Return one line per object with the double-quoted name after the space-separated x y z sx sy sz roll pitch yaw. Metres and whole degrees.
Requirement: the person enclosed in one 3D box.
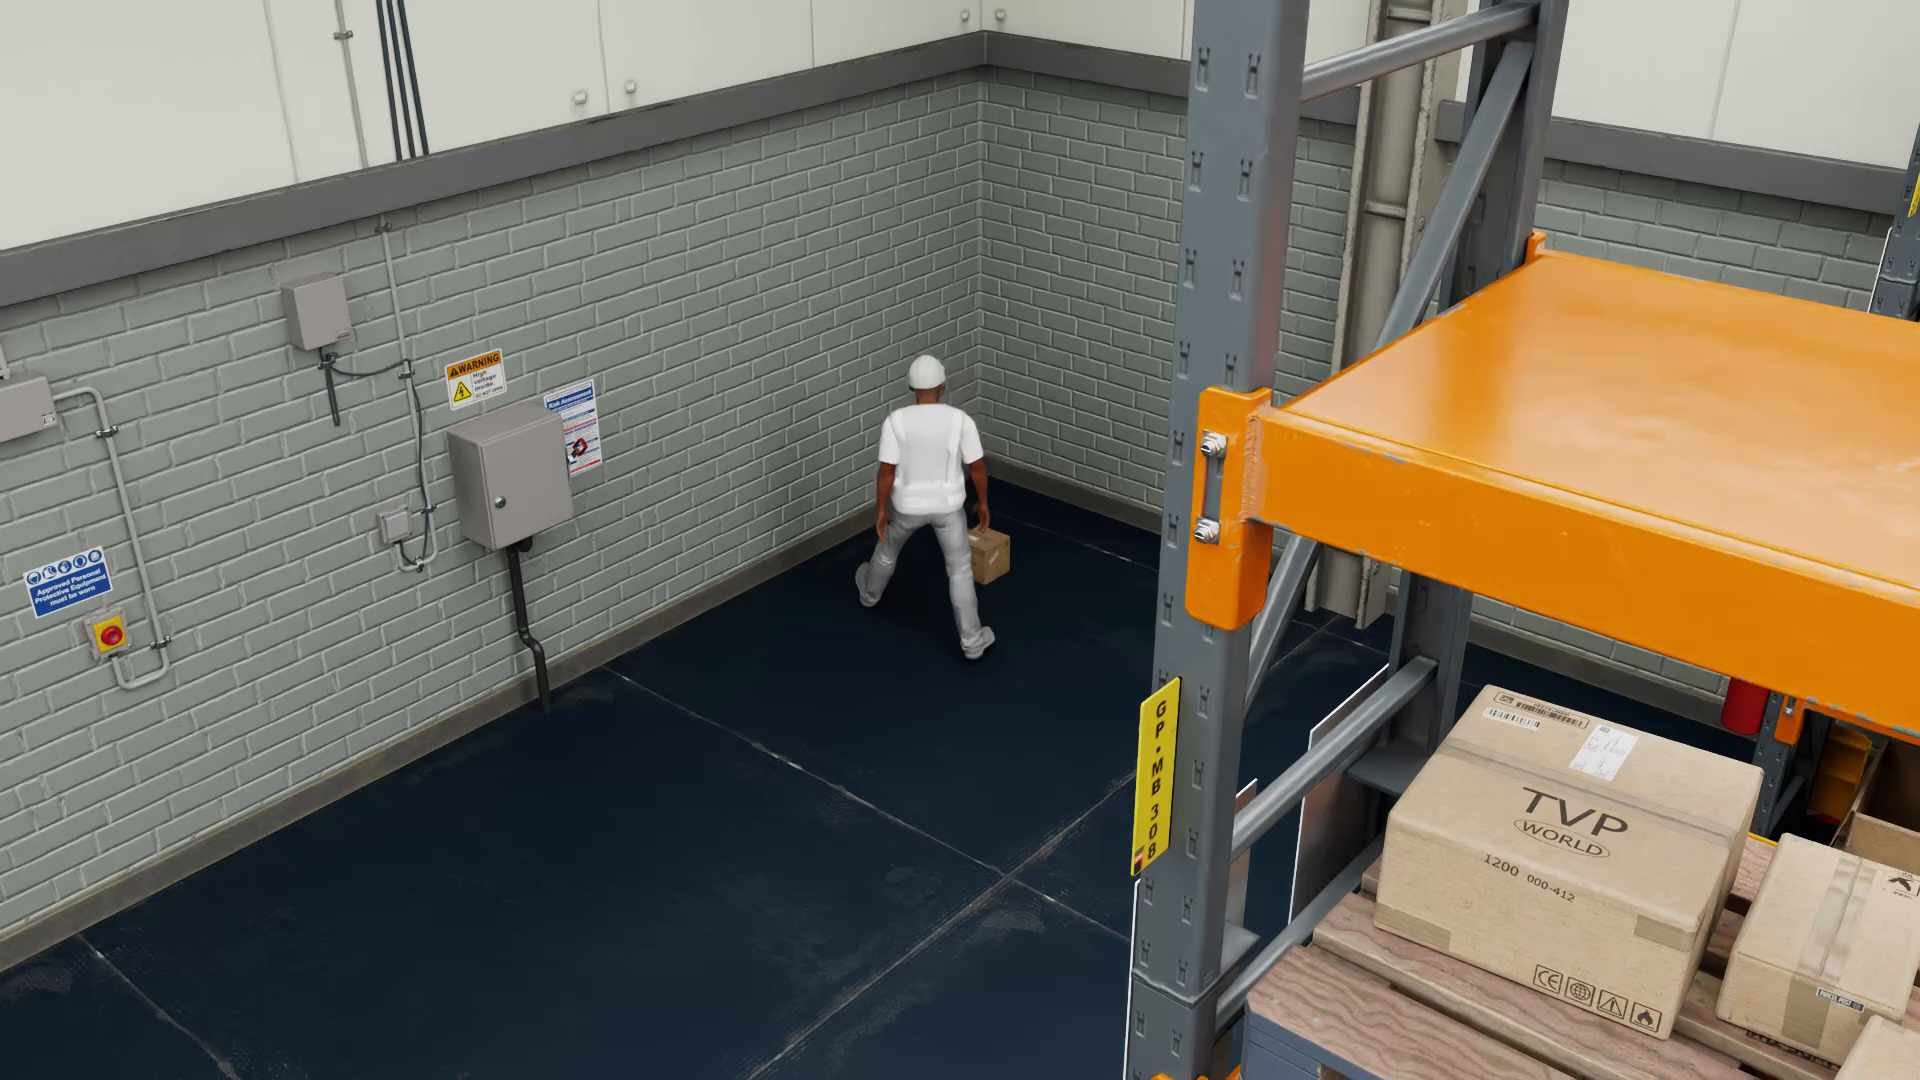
-0.221 -0.261 9.538 0.850 1.703 0.895 0 27 0 "person"
